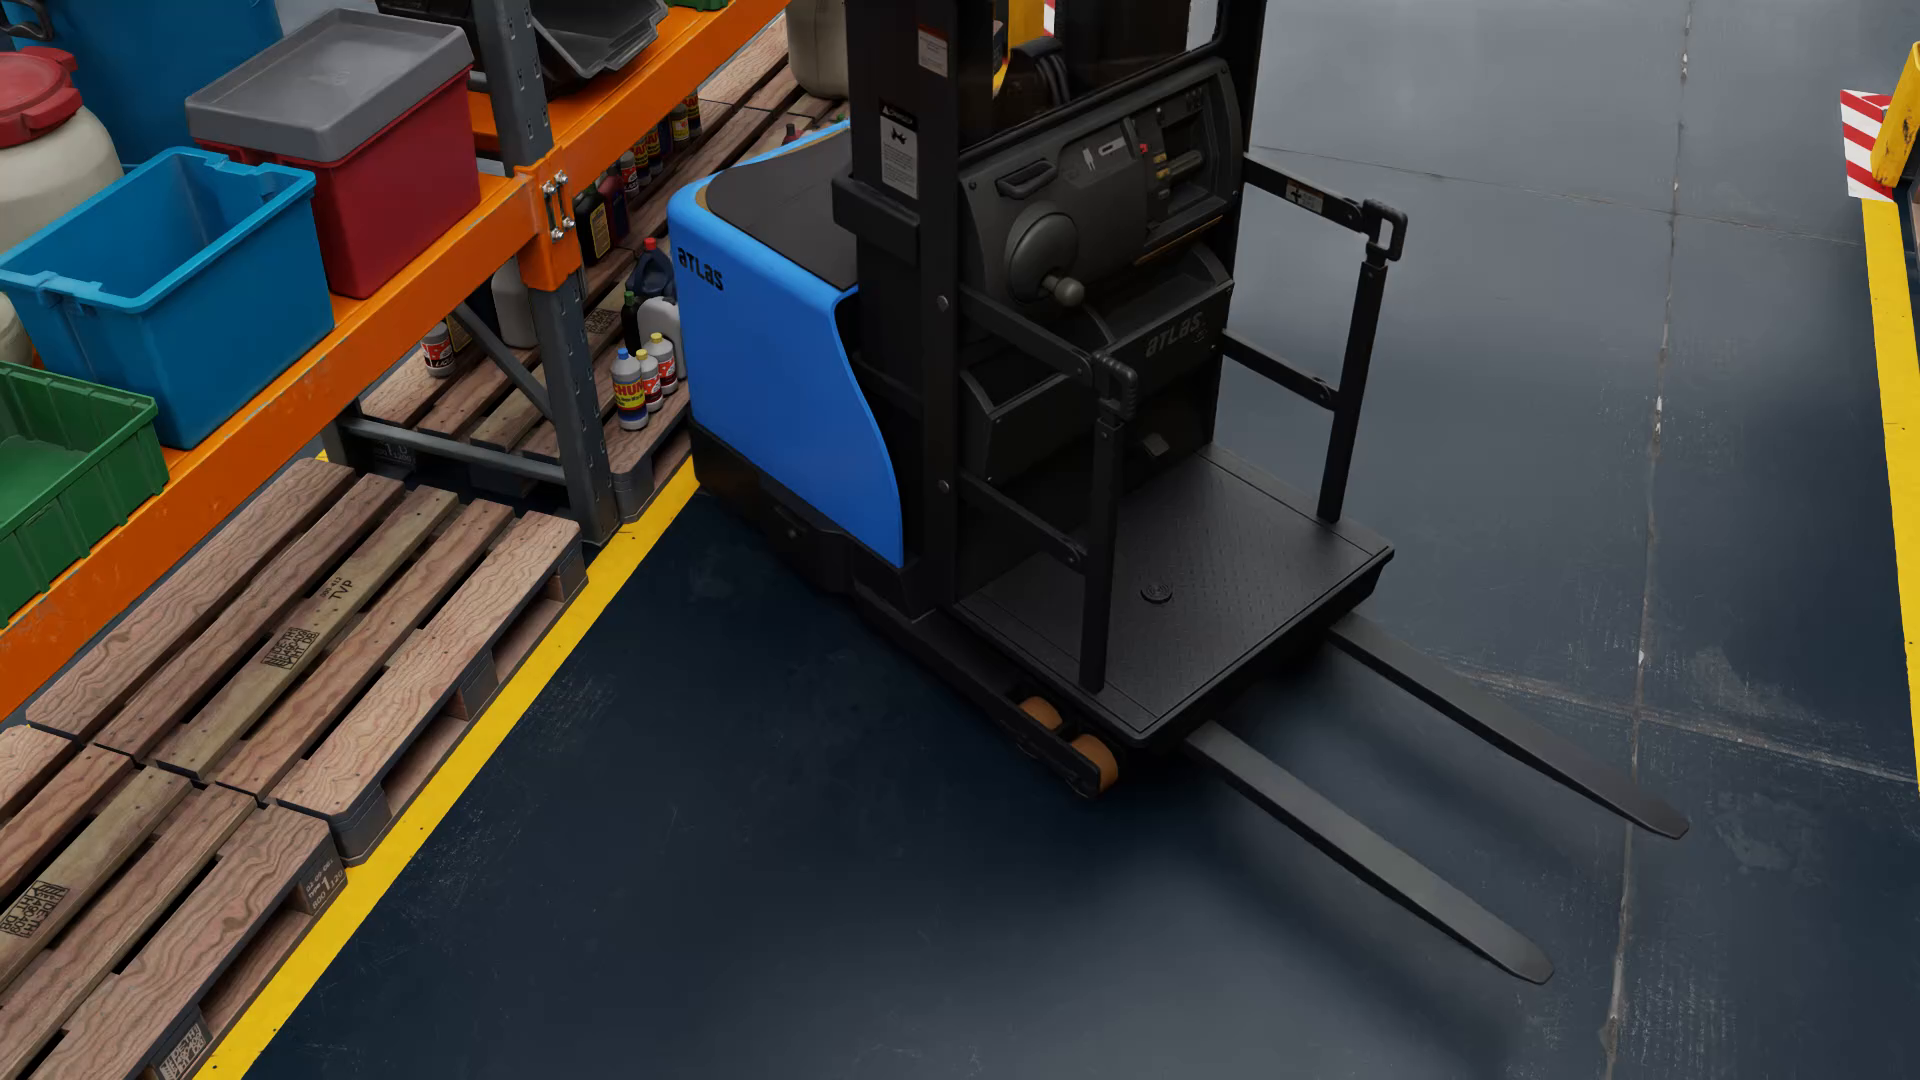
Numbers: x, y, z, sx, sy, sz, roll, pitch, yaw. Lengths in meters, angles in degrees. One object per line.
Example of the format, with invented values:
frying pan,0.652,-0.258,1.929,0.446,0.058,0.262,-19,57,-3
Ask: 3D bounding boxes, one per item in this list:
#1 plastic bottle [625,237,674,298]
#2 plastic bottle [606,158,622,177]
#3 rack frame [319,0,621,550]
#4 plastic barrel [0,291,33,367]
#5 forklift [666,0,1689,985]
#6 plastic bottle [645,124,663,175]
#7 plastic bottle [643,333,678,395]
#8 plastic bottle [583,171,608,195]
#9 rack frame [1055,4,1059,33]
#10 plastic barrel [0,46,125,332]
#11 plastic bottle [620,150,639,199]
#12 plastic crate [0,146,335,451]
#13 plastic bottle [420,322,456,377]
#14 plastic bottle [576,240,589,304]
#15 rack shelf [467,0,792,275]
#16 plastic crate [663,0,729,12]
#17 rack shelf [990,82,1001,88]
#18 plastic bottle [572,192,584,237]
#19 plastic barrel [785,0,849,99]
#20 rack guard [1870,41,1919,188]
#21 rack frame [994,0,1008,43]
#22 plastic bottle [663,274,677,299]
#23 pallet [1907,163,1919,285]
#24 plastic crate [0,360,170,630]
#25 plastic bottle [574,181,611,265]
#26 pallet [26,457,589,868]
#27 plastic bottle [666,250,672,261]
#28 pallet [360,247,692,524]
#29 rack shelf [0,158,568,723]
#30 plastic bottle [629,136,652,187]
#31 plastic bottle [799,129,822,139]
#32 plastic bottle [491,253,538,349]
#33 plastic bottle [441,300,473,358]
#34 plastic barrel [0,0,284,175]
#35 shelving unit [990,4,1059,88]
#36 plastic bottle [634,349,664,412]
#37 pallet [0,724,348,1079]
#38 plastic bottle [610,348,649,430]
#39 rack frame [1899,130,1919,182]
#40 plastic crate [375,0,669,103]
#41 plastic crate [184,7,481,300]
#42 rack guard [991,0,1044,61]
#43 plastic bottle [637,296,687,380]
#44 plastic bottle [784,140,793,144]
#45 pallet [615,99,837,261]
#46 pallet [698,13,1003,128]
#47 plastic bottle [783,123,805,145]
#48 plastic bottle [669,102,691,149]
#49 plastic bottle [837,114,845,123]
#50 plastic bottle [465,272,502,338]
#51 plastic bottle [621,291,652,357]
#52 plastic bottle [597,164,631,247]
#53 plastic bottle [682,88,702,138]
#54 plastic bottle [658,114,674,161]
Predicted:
plastic bottle,-1.042,-0.852,5.640,0.144,0.351,0.185,13,42,15
plastic bottle,-1.338,-1.399,6.342,0.097,0.271,0.097,0,40,0
rack frame,-1.572,-1.260,4.416,1.000,3.000,0.127,13,42,15
plastic barrel,-2.169,-0.434,3.555,0.301,0.262,0.301,0,40,0
forklift,0.513,-0.809,3.940,1.130,2.935,3.031,-31,50,-31
plastic bottle,-1.235,-1.584,6.558,0.097,0.271,0.097,0,40,0
plastic bottle,-0.982,-0.584,5.441,0.097,0.201,0.097,0,40,0
plastic bottle,-1.388,-1.260,6.176,0.152,0.276,0.135,14,42,16
rack frame,0.551,-1.848,6.261,0.500,1.500,0.032,30,49,31
plastic barrel,-2.106,-0.777,3.745,0.433,0.535,0.433,0,40,0
plastic bottle,-1.303,-1.436,6.439,0.097,0.201,0.097,0,40,0
plastic crate,-1.657,-0.512,3.552,0.392,0.384,0.575,13,42,15
plastic bottle,-1.741,-0.653,5.522,0.097,0.201,0.097,0,40,0
plastic bottle,-1.410,-0.948,5.809,0.152,0.276,0.135,13,42,15
rack shelf,-0.888,-2.206,6.079,1.077,0.370,4.000,13,42,15
plastic crate,-0.843,-1.945,5.382,0.450,0.188,0.662,13,42,15
rack shelf,0.212,-1.466,6.090,0.538,0.185,1.000,30,49,31
plastic bottle,-1.447,-1.191,6.036,0.144,0.351,0.185,13,42,15
plastic barrel,-0.529,-2.189,7.098,0.421,0.512,0.421,0,40,0
rack guard,4.457,-1.662,6.813,1.175,0.500,0.348,13,42,15
rack frame,-0.204,-3.700,7.276,1.000,3.000,0.127,13,42,15
plastic bottle,-0.906,-0.820,5.602,0.144,0.351,0.185,14,43,16
pallet,4.227,-1.062,6.332,1.003,0.211,1.213,13,42,15
plastic crate,-1.903,-0.055,3.166,0.450,0.188,0.662,13,42,15
plastic bottle,-1.342,-1.158,6.050,0.061,0.283,0.133,13,42,15
pallet,-1.804,0.288,4.750,1.003,0.211,1.213,13,42,15
plastic bottle,-0.970,-0.905,5.763,0.097,0.271,0.097,0,40,0
pallet,-1.303,-0.600,5.790,1.003,0.211,1.213,13,42,15
rack shelf,-2.256,0.233,3.220,1.077,0.370,4.000,13,42,15
plastic bottle,-1.269,-1.523,6.487,0.097,0.271,0.097,0,40,0
plastic bottle,-0.532,-1.466,6.417,0.152,0.276,0.135,14,42,15
plastic bottle,-1.487,-0.845,5.631,0.144,0.351,0.185,13,42,15
plastic bottle,-1.718,-0.761,5.585,0.061,0.283,0.133,15,43,17
plastic barrel,-1.989,-1.282,4.056,0.600,0.901,0.708,13,42,15
shelving unit,0.206,-1.598,5.968,0.587,1.500,1.083,30,49,31
plastic bottle,-1.017,-0.522,5.368,0.097,0.201,0.097,0,40,0
pallet,-2.220,1.035,3.874,1.003,0.211,1.213,13,42,15
plastic bottle,-1.051,-0.487,5.272,0.097,0.271,0.097,0,40,0
rack frame,4.449,-2.598,5.984,1.000,3.000,0.127,13,42,15
plastic crate,-1.274,-1.528,4.777,0.767,0.338,0.504,13,42,15
plastic crate,-1.450,-0.921,3.969,0.402,0.464,0.583,13,42,15
rack guard,-0.186,-2.692,8.020,1.175,0.500,0.348,13,42,15
plastic bottle,-0.967,-0.692,5.509,0.152,0.276,0.135,15,43,17
plastic bottle,-0.633,-1.308,6.174,0.144,0.351,0.185,15,43,17
pallet,-0.888,-1.346,6.665,1.003,0.211,1.213,13,42,15
pallet,-0.469,-2.088,7.535,1.003,0.211,1.213,13,42,15
plastic bottle,-0.633,-1.492,6.442,0.061,0.283,0.133,13,42,15
plastic bottle,-1.153,-1.703,6.752,0.097,0.201,0.097,0,40,0
plastic bottle,-0.443,-1.541,6.499,0.061,0.283,0.133,14,43,16
plastic bottle,-1.623,-0.877,5.668,0.144,0.351,0.185,12,42,14
plastic bottle,-1.067,-0.718,5.534,0.061,0.283,0.133,13,42,15
plastic bottle,-1.287,-1.240,6.146,0.061,0.283,0.133,13,42,15
plastic bottle,-1.117,-1.793,6.803,0.097,0.271,0.097,0,40,0
plastic bottle,-1.212,-1.663,6.642,0.061,0.283,0.133,14,42,16
